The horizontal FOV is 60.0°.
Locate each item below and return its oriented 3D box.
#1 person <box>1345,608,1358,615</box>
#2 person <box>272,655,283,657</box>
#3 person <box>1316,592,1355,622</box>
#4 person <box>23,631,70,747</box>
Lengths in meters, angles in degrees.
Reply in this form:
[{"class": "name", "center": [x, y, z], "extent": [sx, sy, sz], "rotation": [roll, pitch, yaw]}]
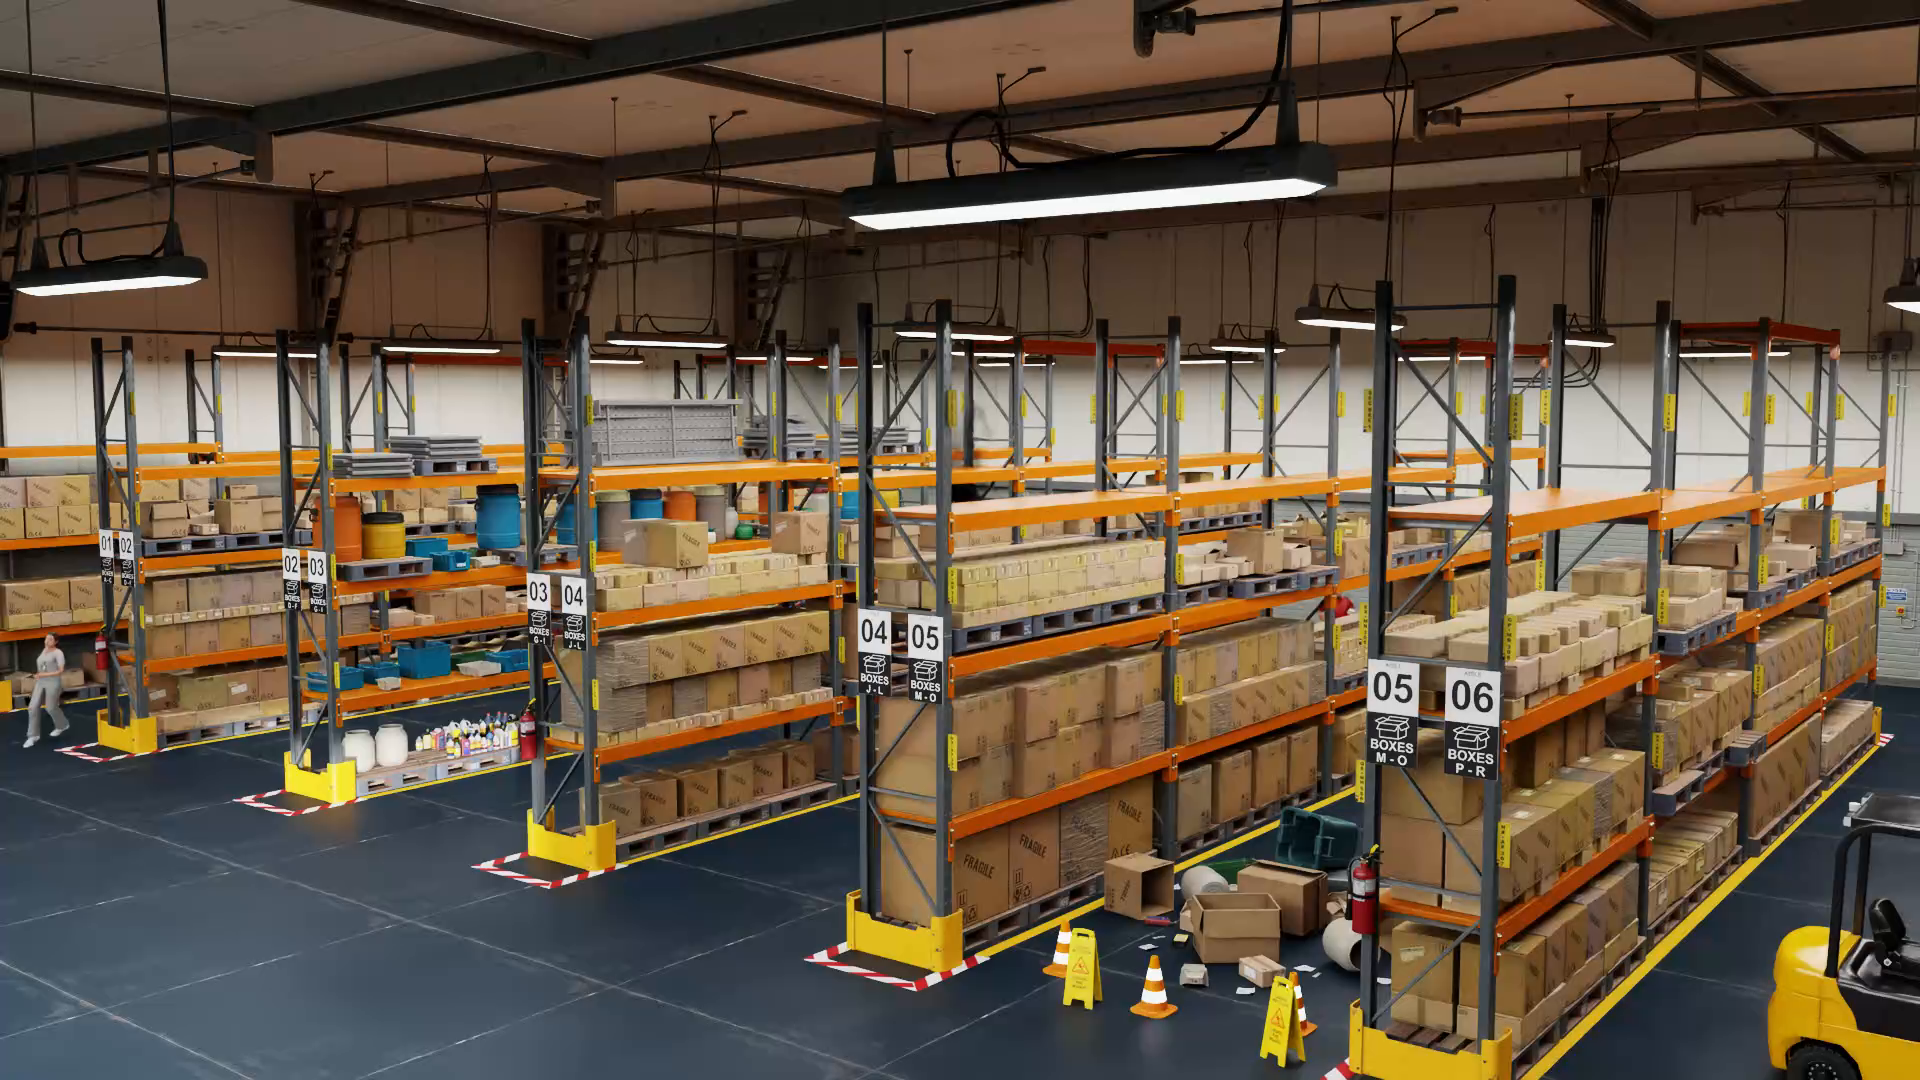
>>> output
[{"class": "person", "center": [6.426, 1.953, 27.222], "extent": [0.618, 1.694, 0.900], "rotation": [4, 6, 39]}, {"class": "person", "center": [-11.573, 1.896, 28.418], "extent": [0.608, 1.615, 0.581], "rotation": [3, 6, 33]}, {"class": "person", "center": [6.907, 1.677, 30.368], "extent": [0.682, 1.720, 0.914], "rotation": [-1, 5, -13]}, {"class": "person", "center": [-13.516, 2.188, 24.763], "extent": [0.564, 1.689, 0.817], "rotation": [1, 5, 13]}]
